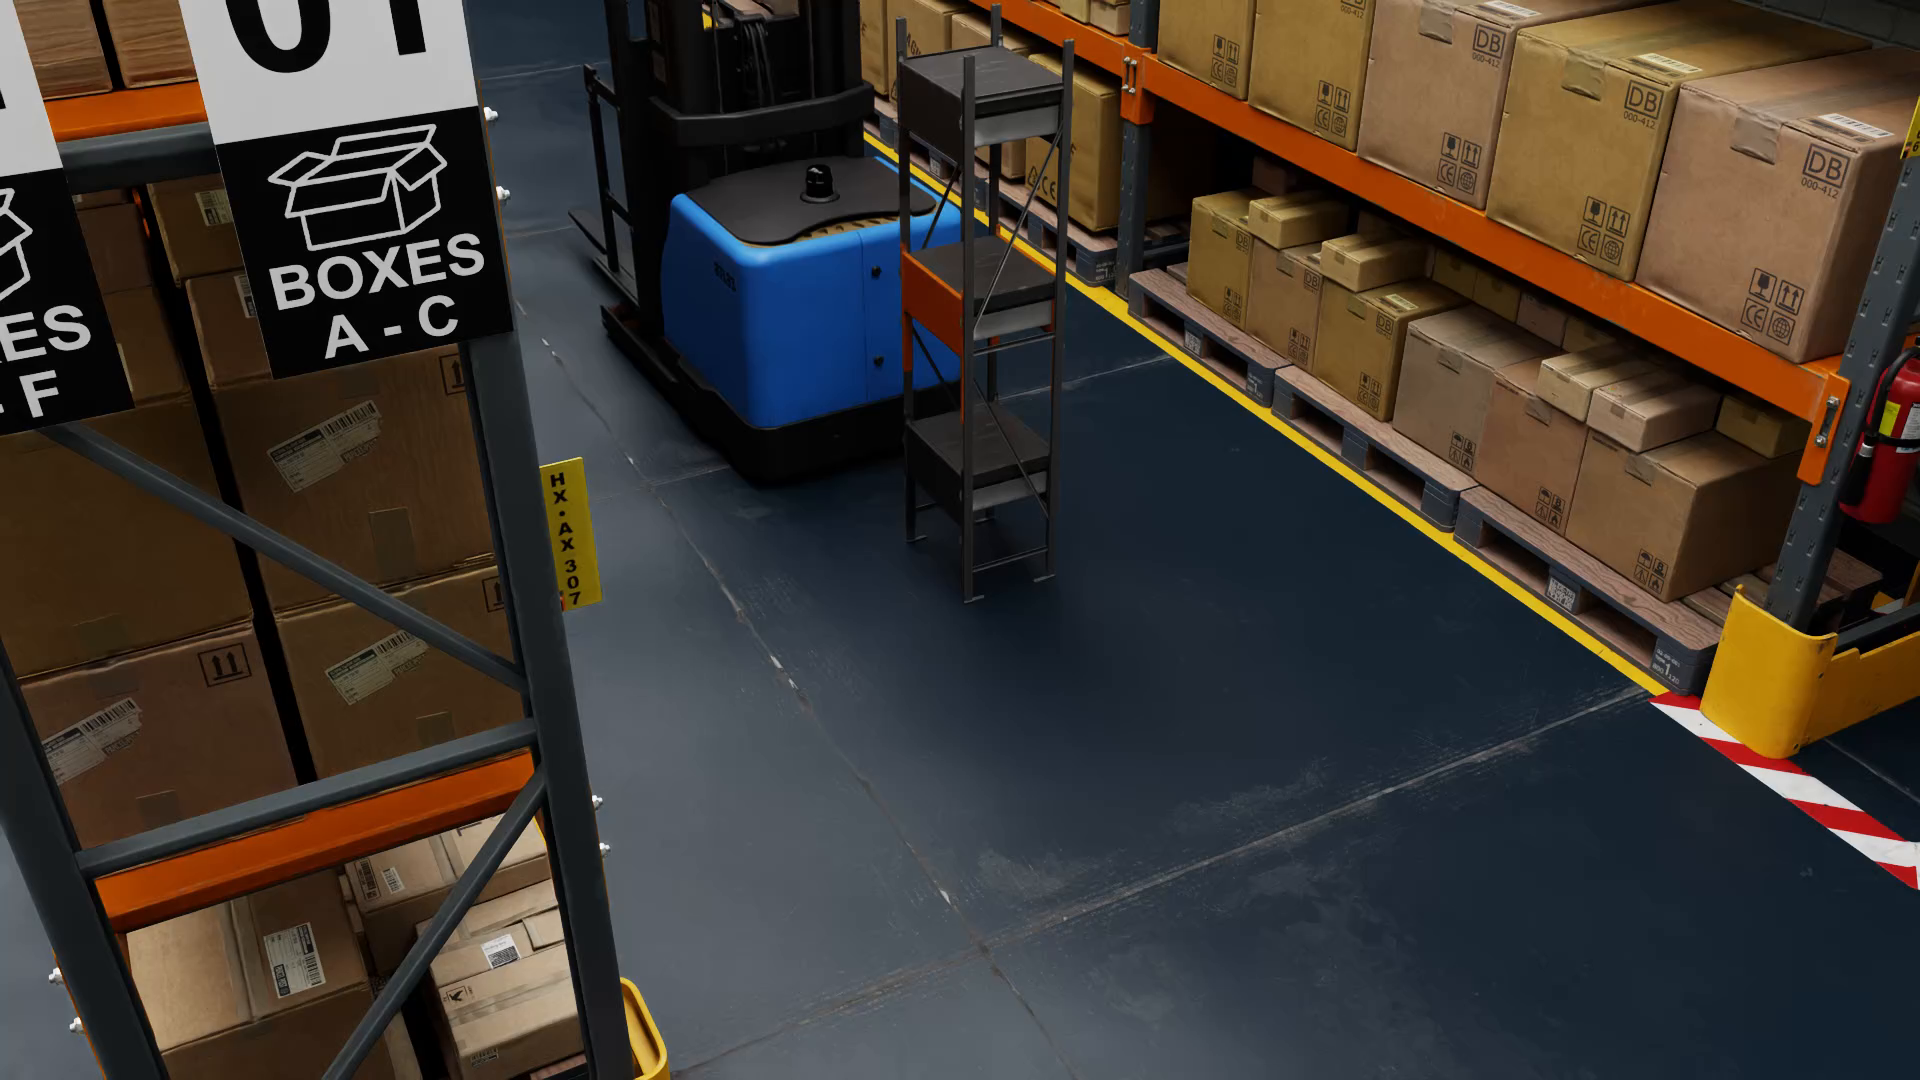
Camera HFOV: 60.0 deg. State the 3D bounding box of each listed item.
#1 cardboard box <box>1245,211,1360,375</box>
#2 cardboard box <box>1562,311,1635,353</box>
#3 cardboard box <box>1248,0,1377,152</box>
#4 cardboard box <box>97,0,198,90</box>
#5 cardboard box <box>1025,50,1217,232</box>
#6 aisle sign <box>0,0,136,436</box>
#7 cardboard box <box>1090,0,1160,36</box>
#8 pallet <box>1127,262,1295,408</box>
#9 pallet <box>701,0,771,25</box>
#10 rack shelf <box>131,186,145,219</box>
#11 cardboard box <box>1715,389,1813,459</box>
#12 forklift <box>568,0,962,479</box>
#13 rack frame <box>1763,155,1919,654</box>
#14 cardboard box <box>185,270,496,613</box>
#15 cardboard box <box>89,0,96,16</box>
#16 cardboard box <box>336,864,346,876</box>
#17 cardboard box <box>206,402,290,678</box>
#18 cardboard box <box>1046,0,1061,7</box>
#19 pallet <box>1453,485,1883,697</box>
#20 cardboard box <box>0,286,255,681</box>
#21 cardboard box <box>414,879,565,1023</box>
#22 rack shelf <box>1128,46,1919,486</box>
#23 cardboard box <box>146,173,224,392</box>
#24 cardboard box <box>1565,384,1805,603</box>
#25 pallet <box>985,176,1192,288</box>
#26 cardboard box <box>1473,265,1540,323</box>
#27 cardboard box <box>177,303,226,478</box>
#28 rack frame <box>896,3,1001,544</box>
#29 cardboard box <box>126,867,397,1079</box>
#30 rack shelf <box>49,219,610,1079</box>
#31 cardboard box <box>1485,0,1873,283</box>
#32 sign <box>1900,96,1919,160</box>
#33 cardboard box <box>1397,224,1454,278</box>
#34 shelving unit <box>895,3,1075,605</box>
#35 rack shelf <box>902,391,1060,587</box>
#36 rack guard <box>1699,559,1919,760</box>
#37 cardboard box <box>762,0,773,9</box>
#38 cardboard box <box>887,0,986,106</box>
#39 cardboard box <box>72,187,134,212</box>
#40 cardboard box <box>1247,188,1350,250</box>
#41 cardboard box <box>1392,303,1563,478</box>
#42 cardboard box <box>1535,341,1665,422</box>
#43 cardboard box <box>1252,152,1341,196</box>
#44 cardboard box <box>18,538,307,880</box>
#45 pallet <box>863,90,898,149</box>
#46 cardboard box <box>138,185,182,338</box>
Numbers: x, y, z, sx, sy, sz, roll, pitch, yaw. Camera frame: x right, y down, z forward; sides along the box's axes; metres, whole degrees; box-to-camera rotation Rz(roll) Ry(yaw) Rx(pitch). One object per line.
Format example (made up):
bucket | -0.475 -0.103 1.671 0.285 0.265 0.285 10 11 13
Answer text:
cardboard box | 1.775 -1.162 7.711 0.700 0.500 0.500 -16 36 -24
cardboard box | 2.618 -0.810 6.560 0.380 0.149 0.250 -16 36 -23
cardboard box | 1.859 -2.174 7.085 0.980 0.700 0.700 -17 36 -24
cardboard box | -1.245 -1.013 2.909 0.500 0.250 0.500 -16 36 -23
cardboard box | 0.867 -2.210 9.022 0.750 0.750 0.750 -15 36 -23
aisle sign | -1.469 -0.489 2.323 0.394 0.787 0.004 -16 36 -23
cardboard box | 0.877 -2.654 8.326 0.380 0.149 0.250 -16 36 -23
pallet | 1.571 -1.104 8.278 1.003 0.211 1.213 -16 36 -23
pallet | -1.508 -4.350 13.345 1.003 0.211 1.213 -16 36 -23
rack shelf | -4.028 -2.065 7.859 1.077 0.370 4.000 -16 36 -23
cardboard box | 2.971 -0.449 5.997 0.380 0.149 0.250 -16 36 -23
forklift | -1.133 -2.261 7.562 1.130 2.935 3.031 -17 36 -24
rack frame | 3.150 -0.752 5.143 1.000 3.000 0.127 -16 36 -23
cardboard box | -1.204 -0.245 3.333 0.500 0.500 0.500 -15 35 -22
cardboard box | -1.926 -1.124 3.083 0.500 0.250 0.500 -16 36 -23
cardboard box | -2.118 0.810 4.846 0.500 0.250 0.500 -16 36 -23
cardboard box | -1.449 -0.069 3.985 0.500 0.500 0.500 -16 36 -24
cardboard box | 0.658 -2.903 8.715 0.380 0.149 0.250 -15 35 -22
pallet | 2.708 0.060 6.460 1.003 0.211 1.213 -16 36 -23
cardboard box | -1.681 -0.111 3.122 0.500 0.500 0.500 -16 36 -24
cardboard box | -1.238 1.098 4.474 0.380 0.166 0.250 -16 36 -23
rack shelf | 2.218 -1.404 6.827 1.077 0.370 4.000 -16 36 -23
cardboard box | -1.683 -0.733 4.094 0.500 0.500 0.500 -15 36 -22
cardboard box | 2.736 -0.185 6.186 0.700 0.500 0.500 -16 36 -23
pallet | 0.859 -1.836 9.420 1.003 0.211 1.213 -16 36 -23
cardboard box | 2.378 -1.054 6.940 0.380 0.149 0.250 -15 36 -23
cardboard box | -1.912 -0.549 4.733 0.500 0.500 0.500 -15 36 -22
rack frame | -0.037 -0.922 6.242 0.400 2.100 0.015 -16 36 -23
cardboard box | -1.702 1.166 4.060 0.500 0.500 0.500 -16 36 -23
rack shelf | -2.163 -0.156 4.879 1.077 0.370 4.000 -16 36 -23
cardboard box | 2.555 -1.464 5.976 0.980 0.700 0.700 -16 36 -23
sign | 2.664 -1.209 4.564 0.100 0.325 0.005 -16 36 -23
cardboard box | 2.139 -1.297 7.321 0.380 0.149 0.250 -15 36 -23
shelving unit | 0.077 -0.805 6.060 0.431 2.100 0.503 -16 36 -23
rack shelf | 0.077 -0.204 6.445 0.431 0.518 0.480 -16 36 -23
rack guard | 3.162 0.312 5.800 1.175 0.500 0.348 -16 36 -23
cardboard box | -1.099 -4.308 12.603 0.700 0.500 0.500 -16 36 -23
cardboard box | 0.050 -3.038 10.315 0.750 0.750 0.750 -16 36 -23
cardboard box | -2.163 -0.598 3.883 0.500 0.500 0.500 -15 36 -22
cardboard box | 1.542 -1.466 7.585 0.380 0.149 0.250 -15 35 -22
cardboard box | 2.267 -0.664 6.933 0.700 0.500 0.500 -17 36 -25
cardboard box | 2.395 -0.596 6.226 0.380 0.149 0.250 -15 36 -22
cardboard box | 1.651 -1.795 8.097 0.380 0.149 0.250 -16 36 -23
cardboard box | -1.680 0.308 3.395 0.500 0.500 0.500 -15 35 -22
pallet | -0.279 -3.000 11.238 1.003 0.211 1.213 -16 36 -23
cardboard box | -2.394 -1.036 5.493 0.500 0.500 0.500 -15 36 -22
